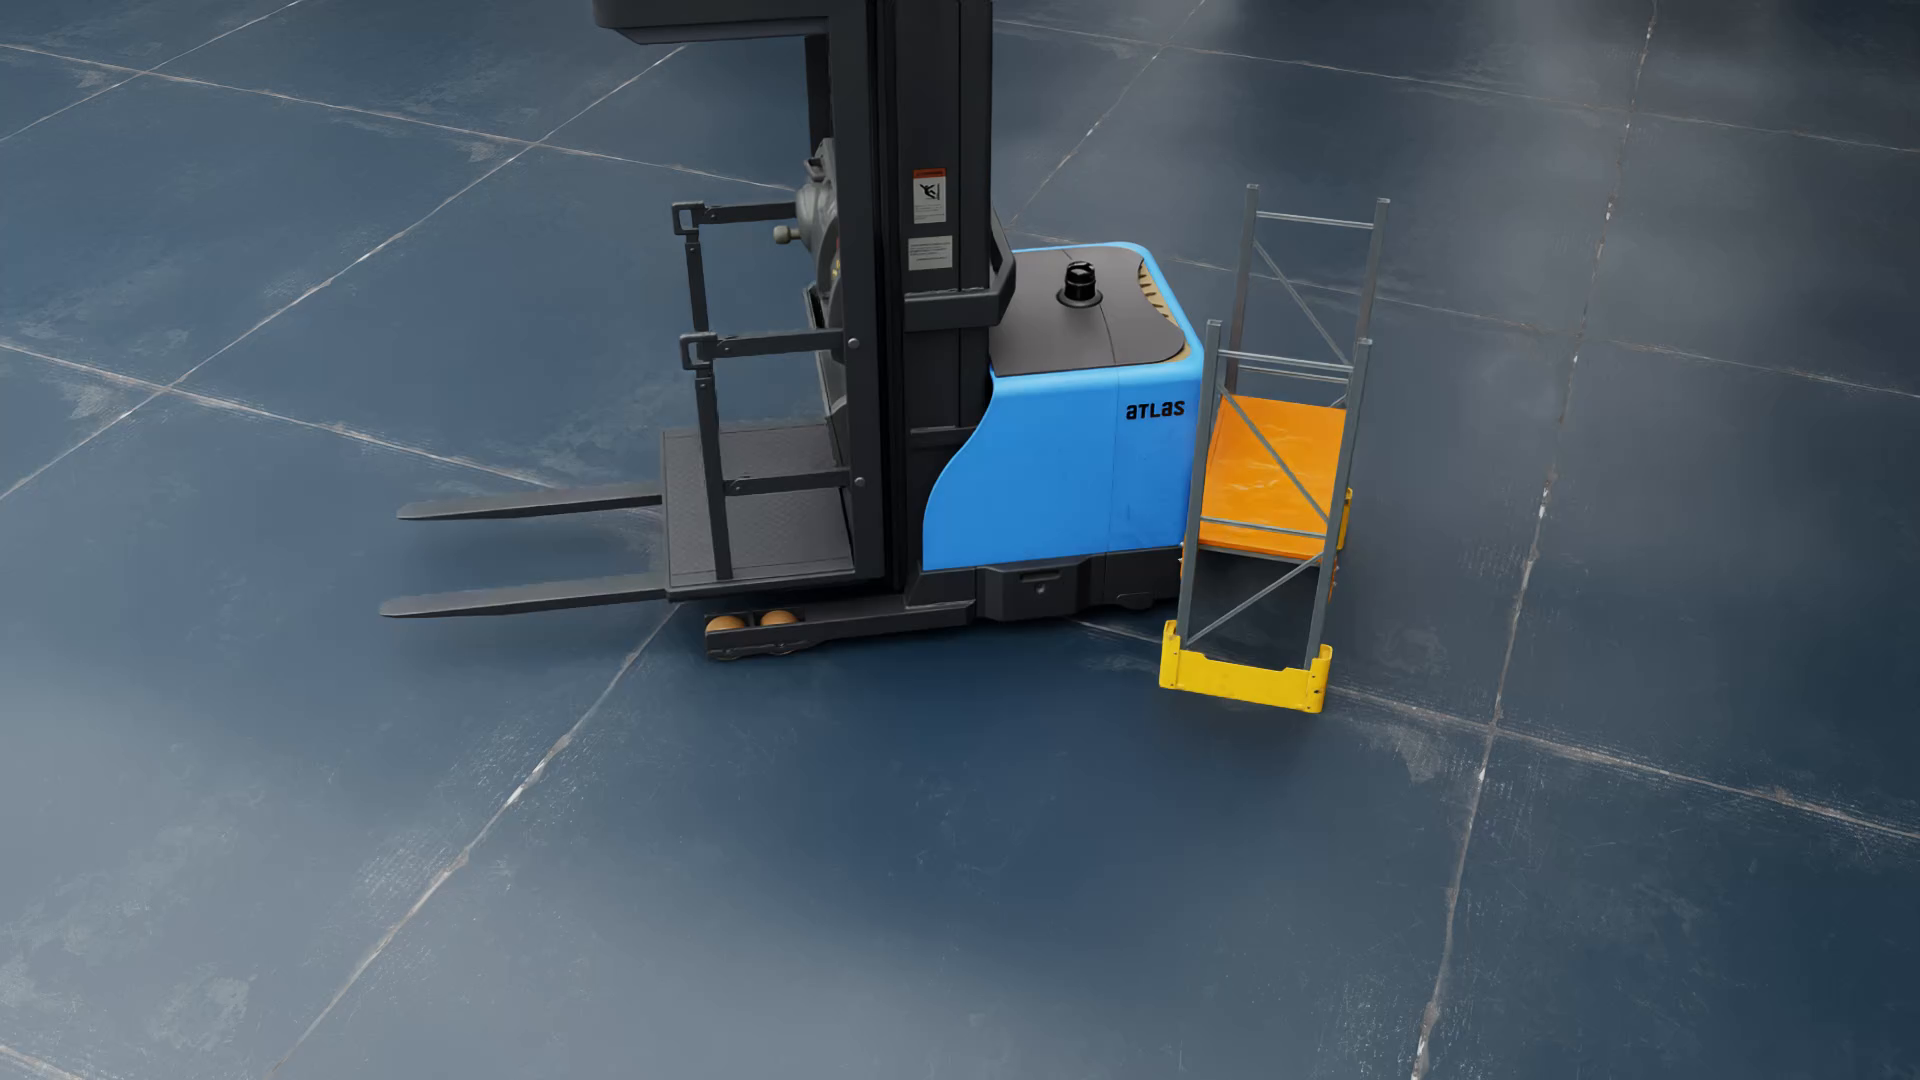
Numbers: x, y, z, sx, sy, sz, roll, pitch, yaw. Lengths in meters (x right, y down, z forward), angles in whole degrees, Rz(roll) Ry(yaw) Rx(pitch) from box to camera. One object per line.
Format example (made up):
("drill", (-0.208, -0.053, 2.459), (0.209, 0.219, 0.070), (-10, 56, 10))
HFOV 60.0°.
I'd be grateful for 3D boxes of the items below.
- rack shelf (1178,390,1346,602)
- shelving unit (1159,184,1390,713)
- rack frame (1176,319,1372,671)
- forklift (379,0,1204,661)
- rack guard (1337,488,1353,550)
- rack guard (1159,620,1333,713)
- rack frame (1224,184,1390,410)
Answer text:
("rack shelf", (1.138, -0.189, 6.050), (0.538, 0.185, 1.000), (9, 38, 12))
("shelving unit", (1.141, -0.338, 5.949), (0.587, 1.500, 1.083), (9, 38, 12))
("rack frame", (1.009, -0.038, 5.549), (0.500, 1.500, 0.032), (9, 38, 12))
("forklift", (-0.664, -1.069, 5.733), (3.031, 2.935, 1.130), (-6, 37, -8))
("rack guard", (1.267, -0.126, 6.709), (0.587, 0.250, 0.087), (9, 38, 12))
("rack guard", (1.014, 0.451, 5.938), (0.587, 0.250, 0.087), (9, 38, 12))
("rack frame", (1.267, -0.627, 6.336), (0.500, 1.500, 0.032), (9, 38, 12))
